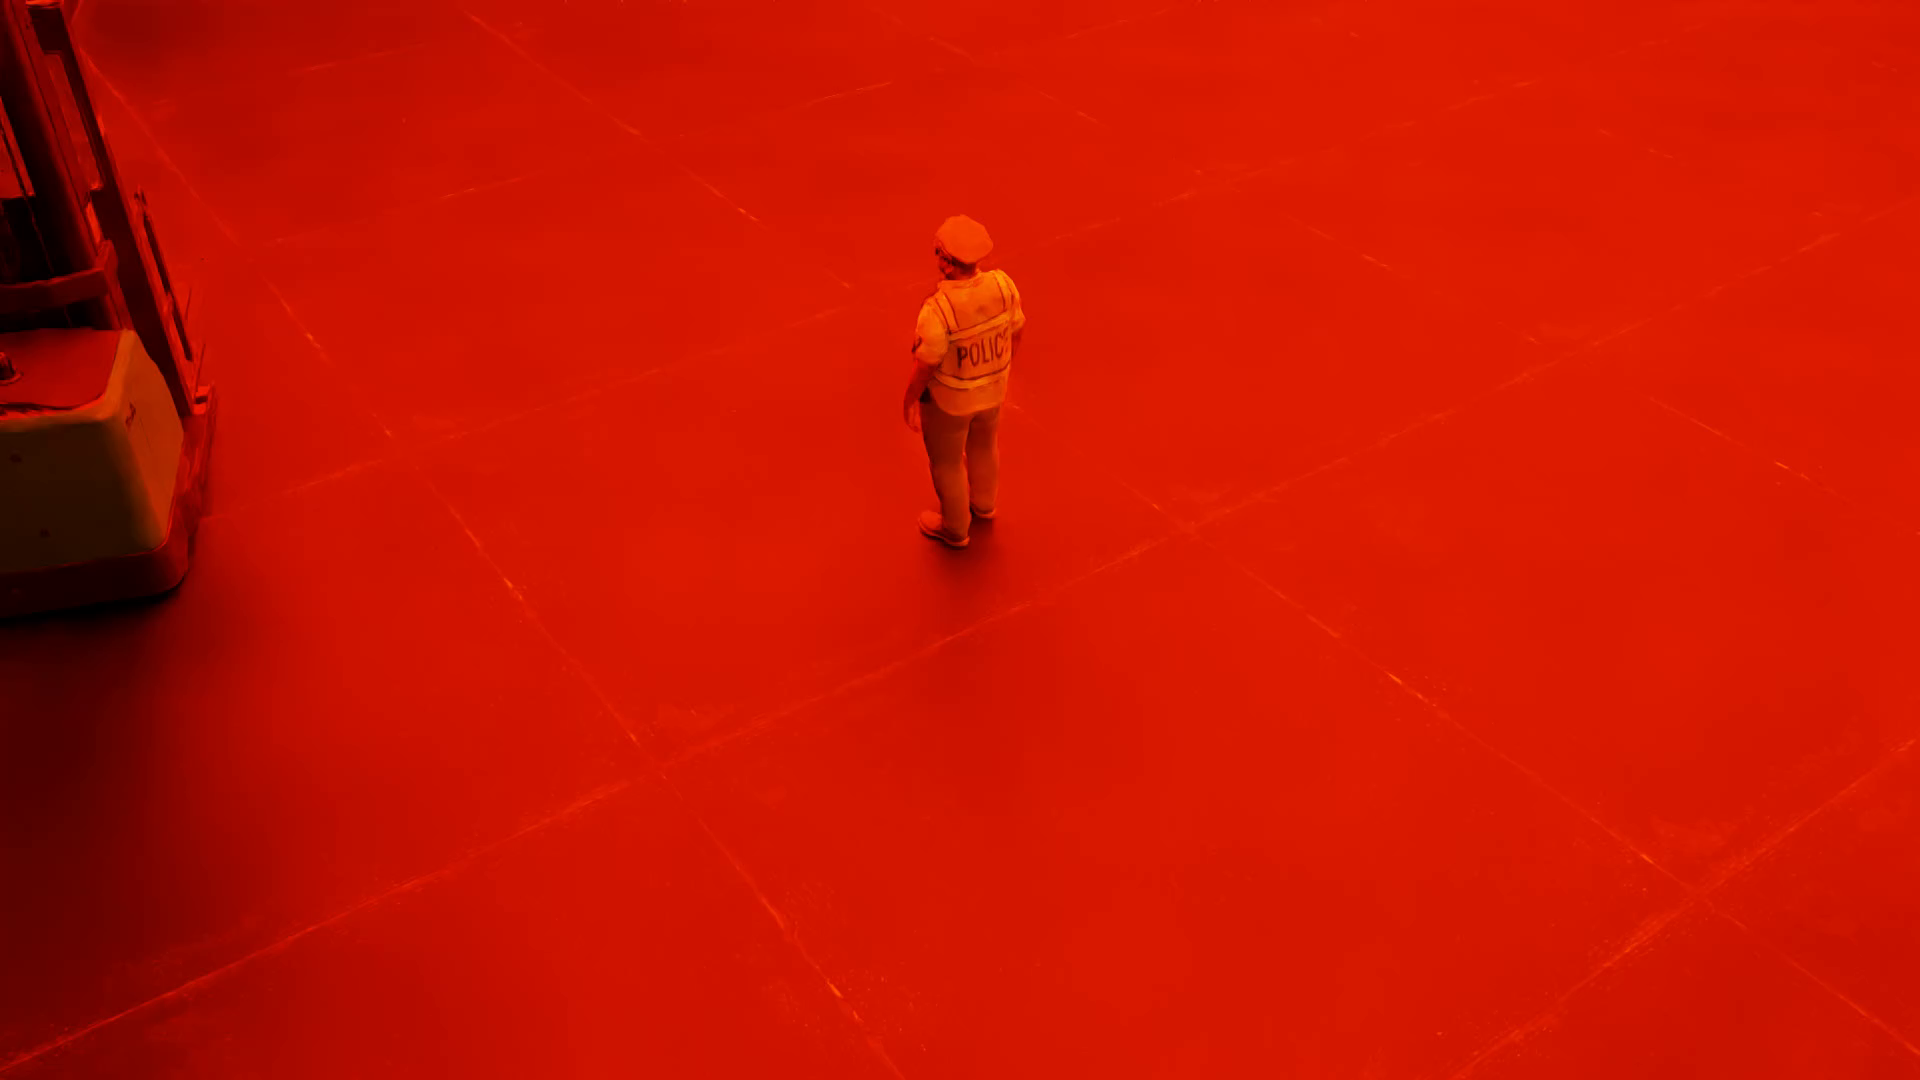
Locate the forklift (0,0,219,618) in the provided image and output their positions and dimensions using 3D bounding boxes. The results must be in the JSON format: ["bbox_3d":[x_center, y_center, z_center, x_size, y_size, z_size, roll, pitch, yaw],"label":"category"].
[{"bbox_3d":[-4.644,-1.664,8.195,1.130,2.935,3.031,-9,37,-12],"label":"forklift"}]

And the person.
[{"bbox_3d":[-0.035,-0.765,7.932,0.640,1.781,0.574,-23,42,-28],"label":"person"}]
